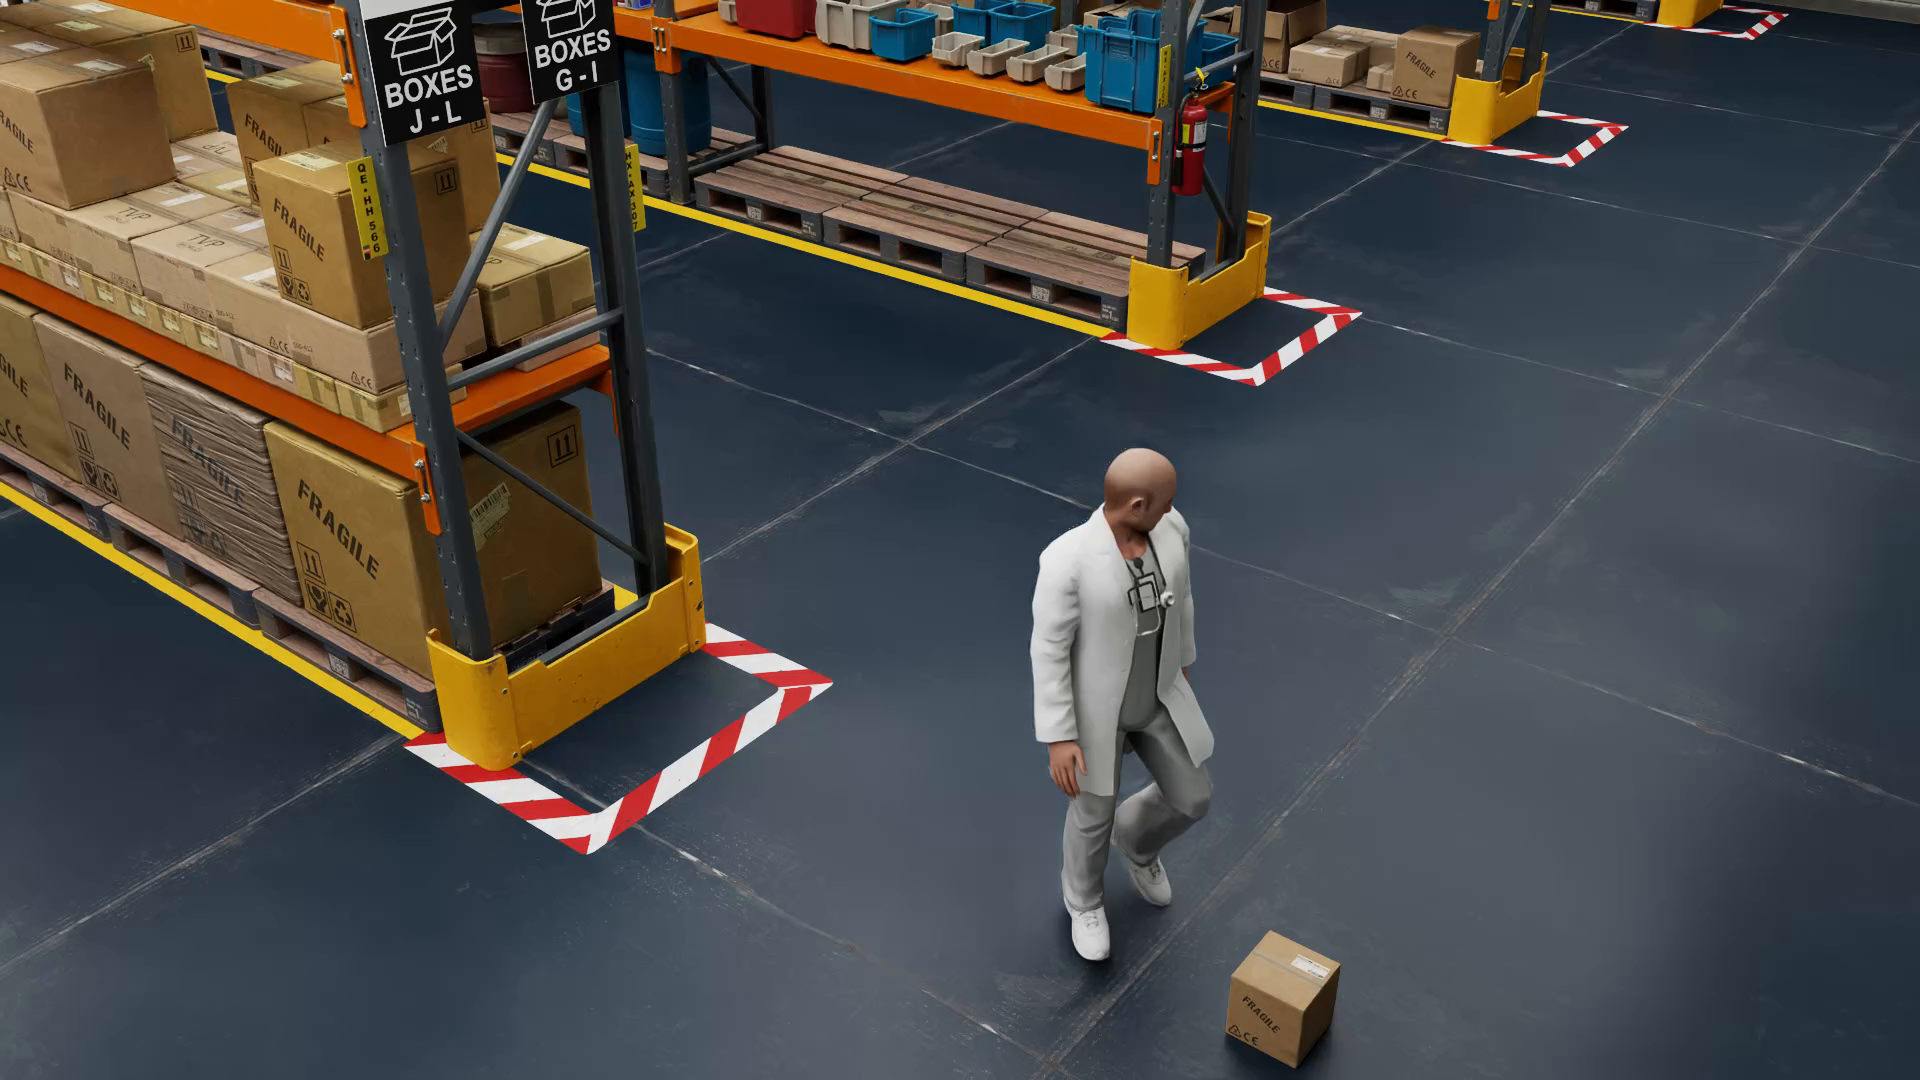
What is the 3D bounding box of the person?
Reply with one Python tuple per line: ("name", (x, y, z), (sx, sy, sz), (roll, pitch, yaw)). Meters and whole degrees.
("person", (0.492, 0.523, 5.226), (0.657, 1.793, 0.499), (-13, 33, -20))
